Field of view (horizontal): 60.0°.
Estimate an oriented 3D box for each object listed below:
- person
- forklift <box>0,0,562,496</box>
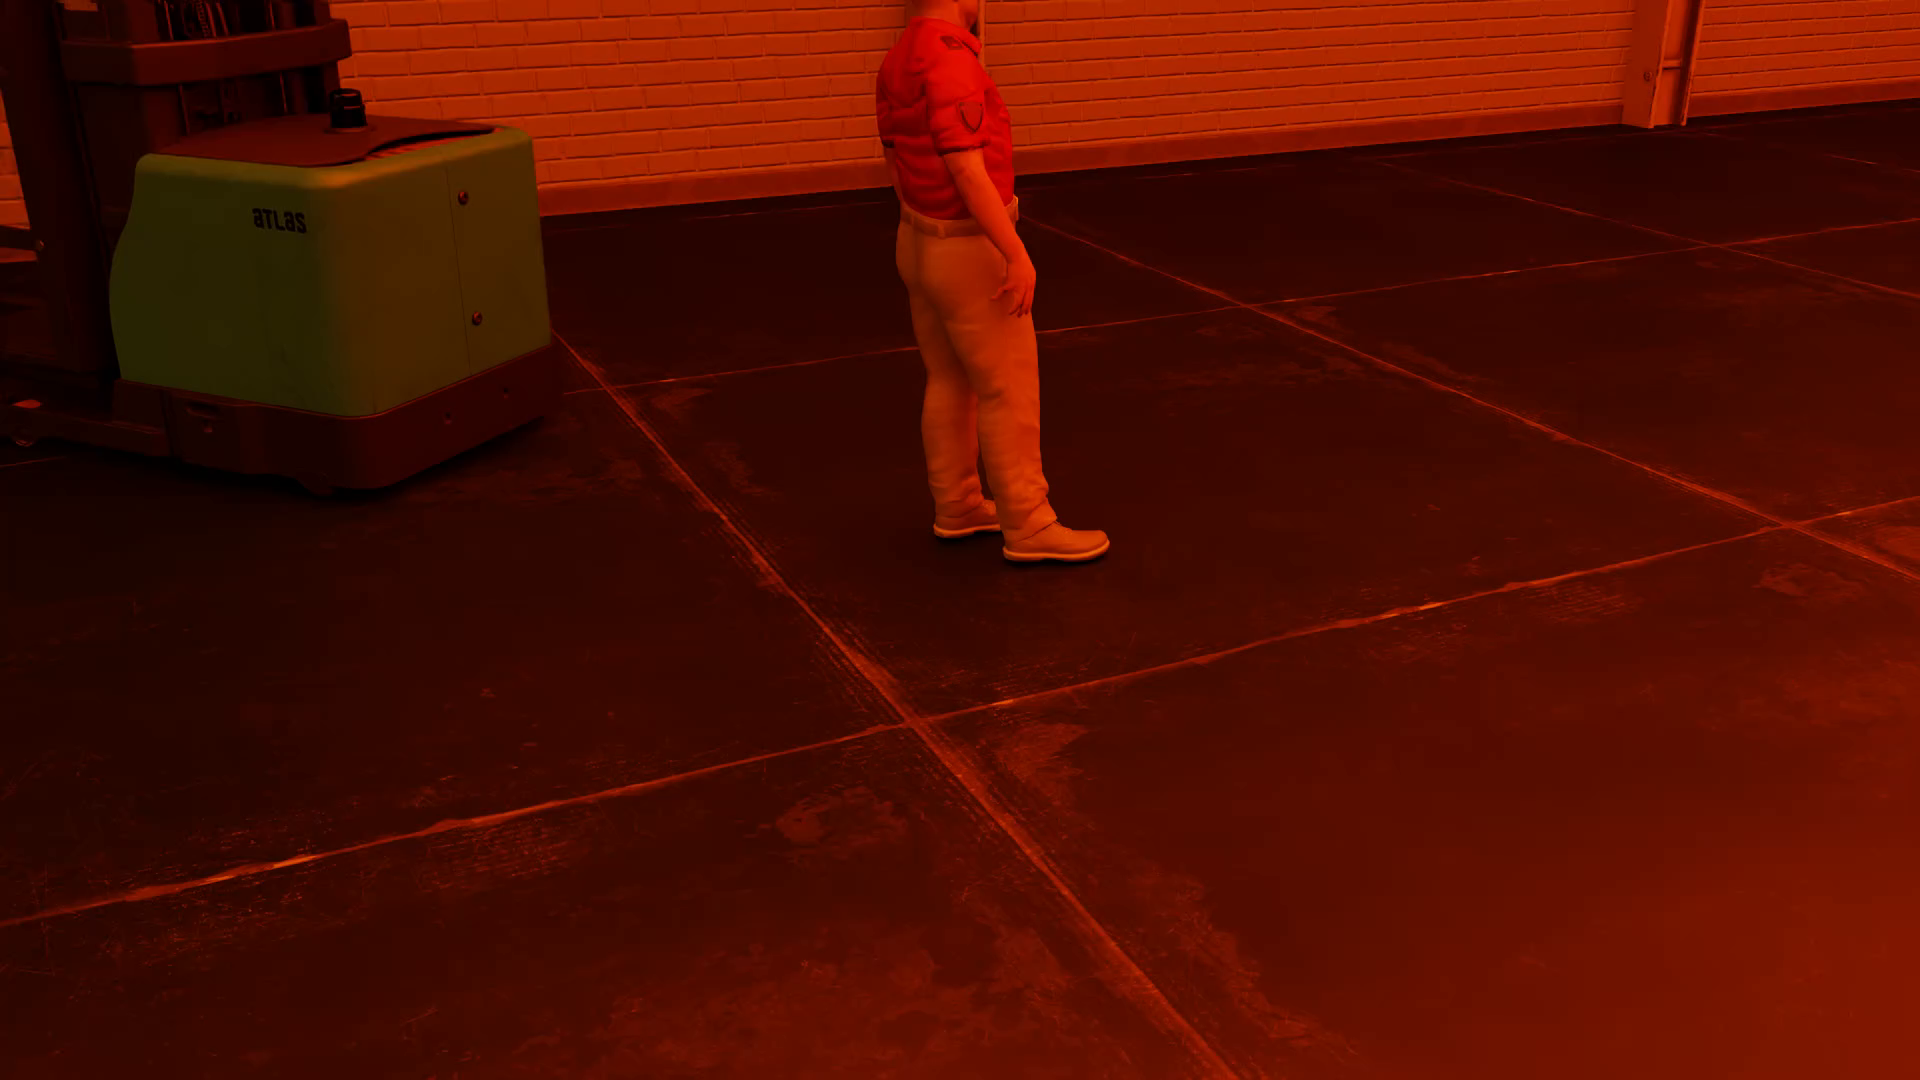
[{"bbox_3d":[0.086,-0.816,4.797,0.550,1.727,0.640,-10,25,-23],"label":"person"},{"bbox_3d":[-3.024,-1.856,5.755,3.031,2.935,1.130,10,25,22],"label":"forklift"}]
